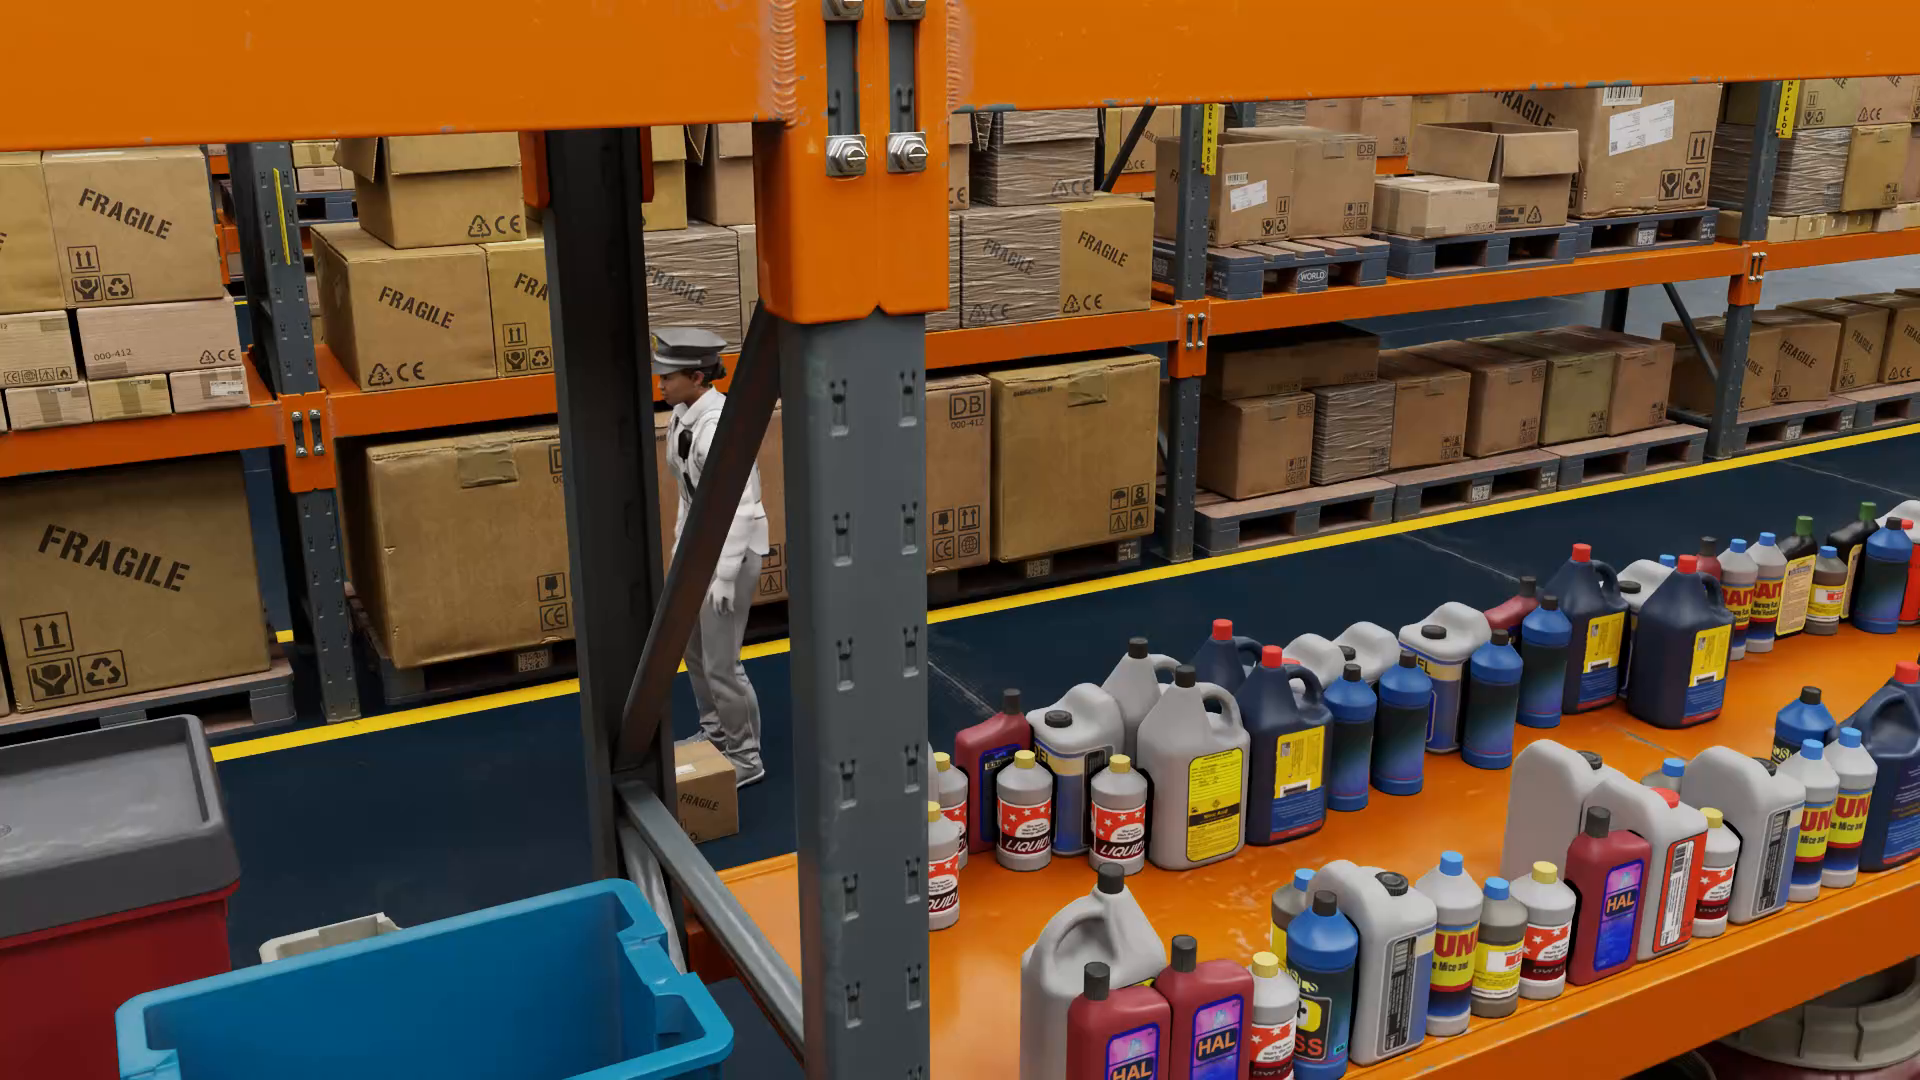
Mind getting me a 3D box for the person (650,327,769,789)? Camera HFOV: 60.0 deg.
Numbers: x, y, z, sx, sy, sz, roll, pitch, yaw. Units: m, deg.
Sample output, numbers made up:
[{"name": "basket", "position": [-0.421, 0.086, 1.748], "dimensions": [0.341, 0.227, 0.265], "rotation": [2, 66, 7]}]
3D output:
[{"name": "person", "position": [-0.873, 0.071, 5.843], "dimensions": [0.374, 1.664, 0.529], "rotation": [-9, 21, -26]}]
